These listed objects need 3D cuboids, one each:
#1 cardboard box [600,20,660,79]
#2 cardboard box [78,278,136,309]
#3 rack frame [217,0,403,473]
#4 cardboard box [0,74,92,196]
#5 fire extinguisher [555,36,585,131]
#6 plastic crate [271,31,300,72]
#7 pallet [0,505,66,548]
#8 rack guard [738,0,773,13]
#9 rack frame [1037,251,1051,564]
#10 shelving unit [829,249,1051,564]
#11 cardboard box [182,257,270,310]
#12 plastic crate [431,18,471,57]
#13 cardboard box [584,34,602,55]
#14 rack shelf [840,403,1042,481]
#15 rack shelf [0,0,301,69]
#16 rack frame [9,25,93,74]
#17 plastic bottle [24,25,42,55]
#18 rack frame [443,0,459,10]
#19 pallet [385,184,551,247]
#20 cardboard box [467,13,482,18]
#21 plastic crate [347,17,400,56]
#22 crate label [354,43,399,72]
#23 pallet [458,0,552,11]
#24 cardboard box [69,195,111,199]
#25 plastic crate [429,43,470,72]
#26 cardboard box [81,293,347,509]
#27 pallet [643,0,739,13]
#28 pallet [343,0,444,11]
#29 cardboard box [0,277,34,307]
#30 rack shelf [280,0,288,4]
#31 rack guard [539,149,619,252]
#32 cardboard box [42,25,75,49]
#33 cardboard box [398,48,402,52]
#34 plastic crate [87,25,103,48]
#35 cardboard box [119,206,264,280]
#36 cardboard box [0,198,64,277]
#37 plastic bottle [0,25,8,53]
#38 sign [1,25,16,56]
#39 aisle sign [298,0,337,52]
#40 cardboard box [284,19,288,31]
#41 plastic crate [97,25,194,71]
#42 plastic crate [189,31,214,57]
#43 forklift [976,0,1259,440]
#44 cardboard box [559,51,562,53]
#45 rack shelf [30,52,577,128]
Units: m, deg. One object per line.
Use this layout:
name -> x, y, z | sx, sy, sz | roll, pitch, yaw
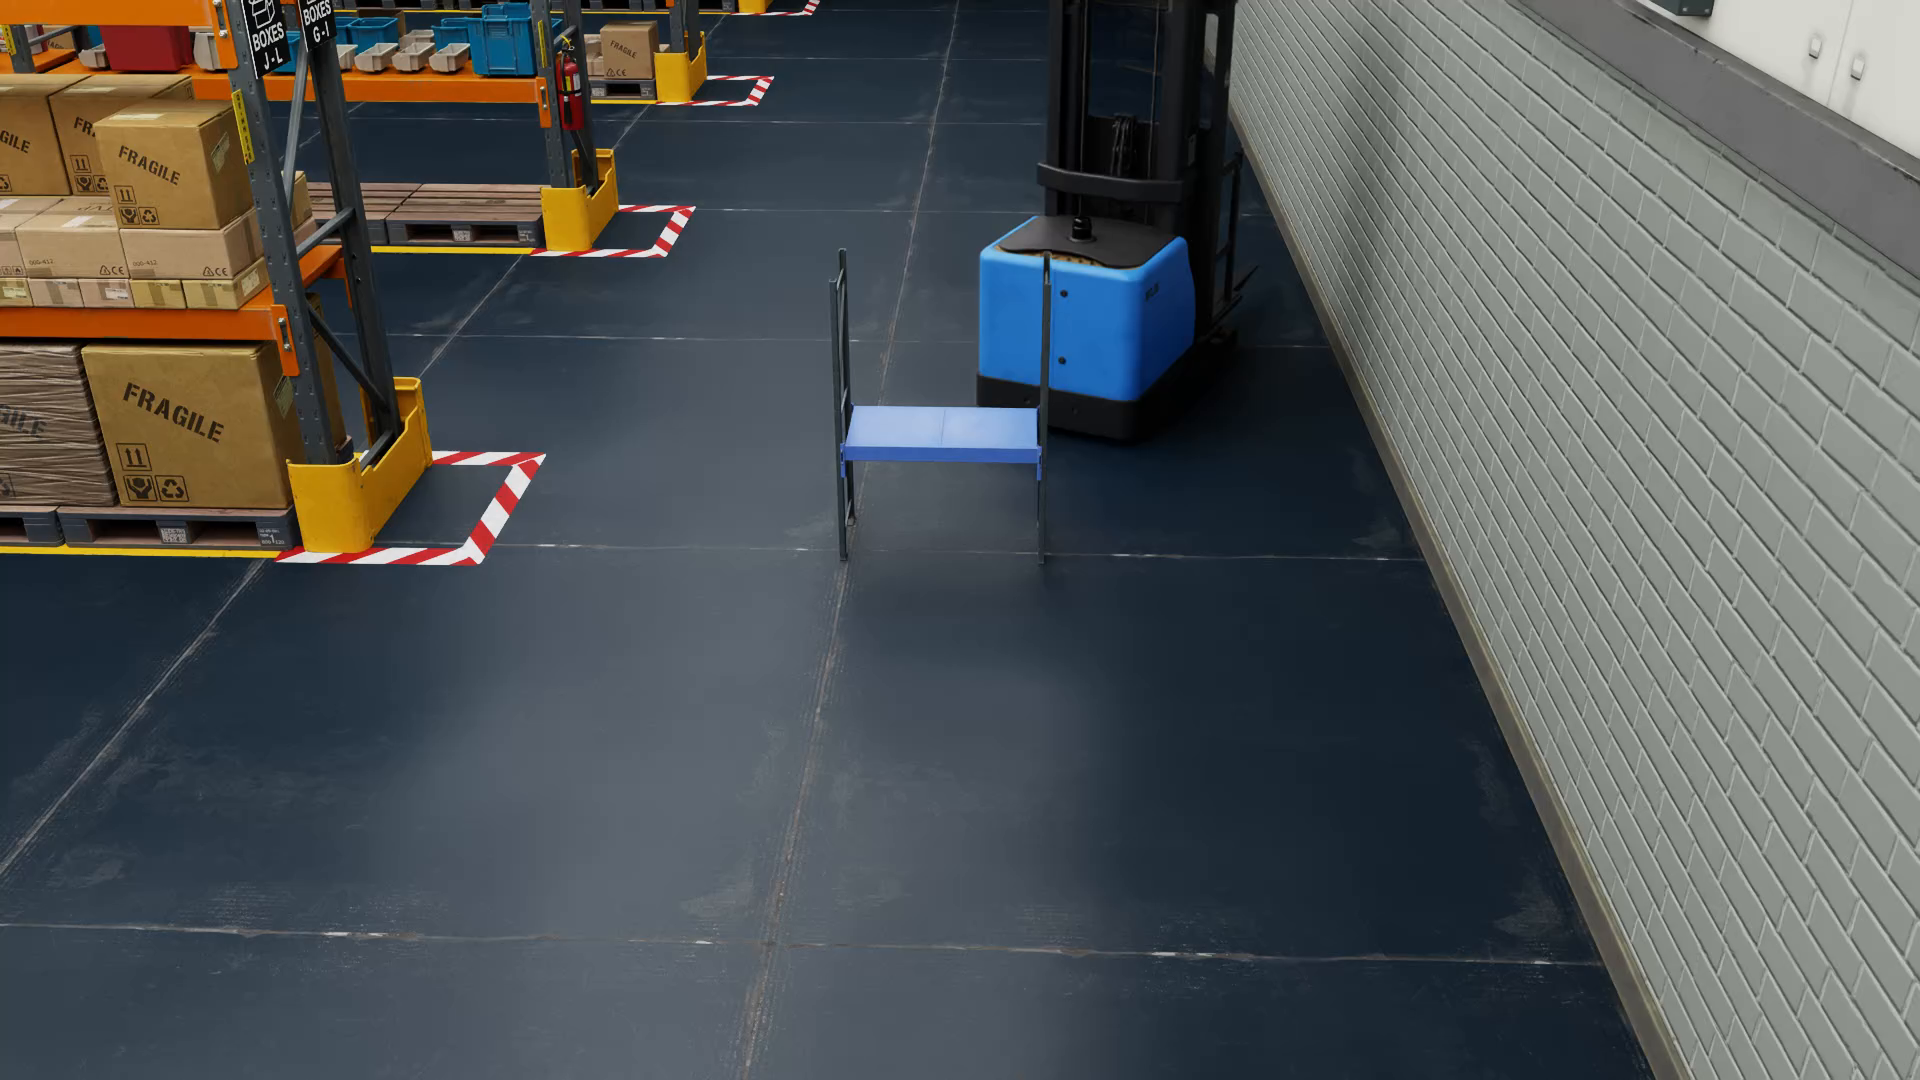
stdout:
cardboard box -> -3.453, -5.152, 17.466 | 0.500, 0.500, 0.500 | 1, 28, 2
cardboard box -> -4.134, -1.281, 8.231 | 0.250, 0.149, 0.380 | 1, 28, 2
rack frame -> -3.255, -1.532, 8.437 | 0.127, 3.000, 1.000 | 1, 28, 2
cardboard box -> -4.743, -2.076, 8.506 | 0.500, 0.500, 0.500 | 0, 28, 0
fire extinguisher -> -2.945, -3.436, 12.510 | 0.183, 0.674, 0.296 | 1, 28, 2
plastic crate -> -5.141, -3.717, 12.673 | 0.300, 0.233, 0.416 | 1, 28, 2
pallet -> -5.273, -0.298, 9.086 | 1.213, 0.211, 1.003 | 1, 28, 2
rack guard -> -2.706, -7.382, 22.143 | 0.348, 0.500, 1.175 | 1, 28, 2
rack frame -> 0.423, -0.656, 8.386 | 0.032, 1.500, 0.500 | 1, 28, 2
shelving unit -> -0.085, -0.664, 8.401 | 1.048, 1.500, 0.538 | 1, 28, 2
cardboard box -> -3.622, -1.272, 8.216 | 0.250, 0.149, 0.380 | 1, 28, 3
plastic crate -> -3.973, -3.972, 13.154 | 0.300, 0.233, 0.416 | 1, 28, 2
cardboard box -> -3.934, -5.298, 18.008 | 0.500, 0.250, 0.500 | 1, 28, 2
rack shelf -> -0.085, -0.505, 8.486 | 1.000, 0.185, 0.538 | 1, 28, 2
rack shelf -> -5.253, -2.572, 7.965 | 4.000, 0.370, 1.077 | 1, 28, 2
rack frame -> -7.077, -3.916, 12.935 | 0.127, 3.000, 1.000 | 1, 28, 2
plastic bottle -> -7.458, -4.053, 13.245 | 0.185, 0.351, 0.144 | 1, 28, 2
rack frame -> -6.728, -8.553, 21.683 | 0.127, 3.000, 1.000 | 1, 28, 2
pallet -> -3.903, -2.650, 13.523 | 1.213, 0.211, 1.003 | 1, 28, 2
cardboard box -> -5.021, -5.297, 17.736 | 0.637, 0.503, 0.797 | 1, 28, 2
plastic crate -> -4.631, -3.983, 13.175 | 0.300, 0.233, 0.416 | 1, 28, 2
crate label -> -4.470, -3.693, 12.732 | 0.243, 0.136, 0.396 | 1, 28, 2
pallet -> -5.971, -7.272, 22.243 | 1.213, 0.211, 1.003 | 1, 28, 2
cardboard box -> -4.245, -1.737, 8.666 | 0.500, 0.250, 0.500 | 1, 28, 1
plastic crate -> -3.901, -3.689, 12.723 | 0.243, 0.136, 0.396 | 1, 28, 2
cardboard box -> -3.897, -0.752, 8.785 | 0.875, 0.875, 0.875 | 1, 28, 2
pallet -> -3.532, -7.232, 22.167 | 1.213, 0.211, 1.003 | 1, 28, 2
pallet -> -7.502, -7.299, 22.293 | 1.213, 0.211, 1.003 | 1, 28, 2
cardboard box -> -4.643, -1.289, 8.247 | 0.250, 0.149, 0.380 | 0, 28, 1
rack shelf -> -8.898, -5.950, 17.539 | 4.000, 0.370, 1.077 | 1, 28, 2
rack guard -> -3.055, -2.751, 13.406 | 0.348, 0.500, 1.175 | 1, 28, 2
cardboard box -> -9.427, -5.233, 17.618 | 0.500, 0.500, 0.500 | 1, 28, 1
cardboard box -> -5.943, -5.315, 18.147 | 0.250, 0.149, 0.380 | 1, 28, 2
plastic crate -> -6.599, -4.088, 13.211 | 0.575, 0.384, 0.392 | 1, 28, 2
cardboard box -> -3.748, -1.481, 8.183 | 0.500, 0.250, 0.500 | 1, 28, 1
cardboard box -> -4.764, -1.498, 8.215 | 0.500, 0.250, 0.500 | 0, 28, 0
plastic bottle -> -7.678, -4.030, 13.361 | 0.097, 0.201, 0.097 | 0, 28, 0
sign -> -7.099, -3.781, 12.384 | 0.005, 0.325, 0.100 | 1, 28, 2
aisle sign -> -3.172, -2.820, 8.091 | 0.004, 0.787, 0.394 | 1, 28, 2
cardboard box -> -7.402, -5.199, 17.553 | 0.500, 0.500, 0.500 | 1, 28, 2
plastic crate -> -6.194, -3.839, 12.657 | 0.583, 0.464, 0.402 | 1, 28, 2
plastic crate -> -5.949, -3.928, 13.188 | 0.590, 0.125, 0.437 | 1, 28, 2
forklift -> 1.200, -2.543, 10.418 | 1.130, 2.935, 3.031 | 13, 31, 23
cardboard box -> -4.402, -5.071, 17.580 | 0.500, 0.250, 0.500 | 1, 28, 2
rack shelf -> -5.079, -3.565, 13.041 | 4.000, 0.370, 1.077 | 1, 28, 2
